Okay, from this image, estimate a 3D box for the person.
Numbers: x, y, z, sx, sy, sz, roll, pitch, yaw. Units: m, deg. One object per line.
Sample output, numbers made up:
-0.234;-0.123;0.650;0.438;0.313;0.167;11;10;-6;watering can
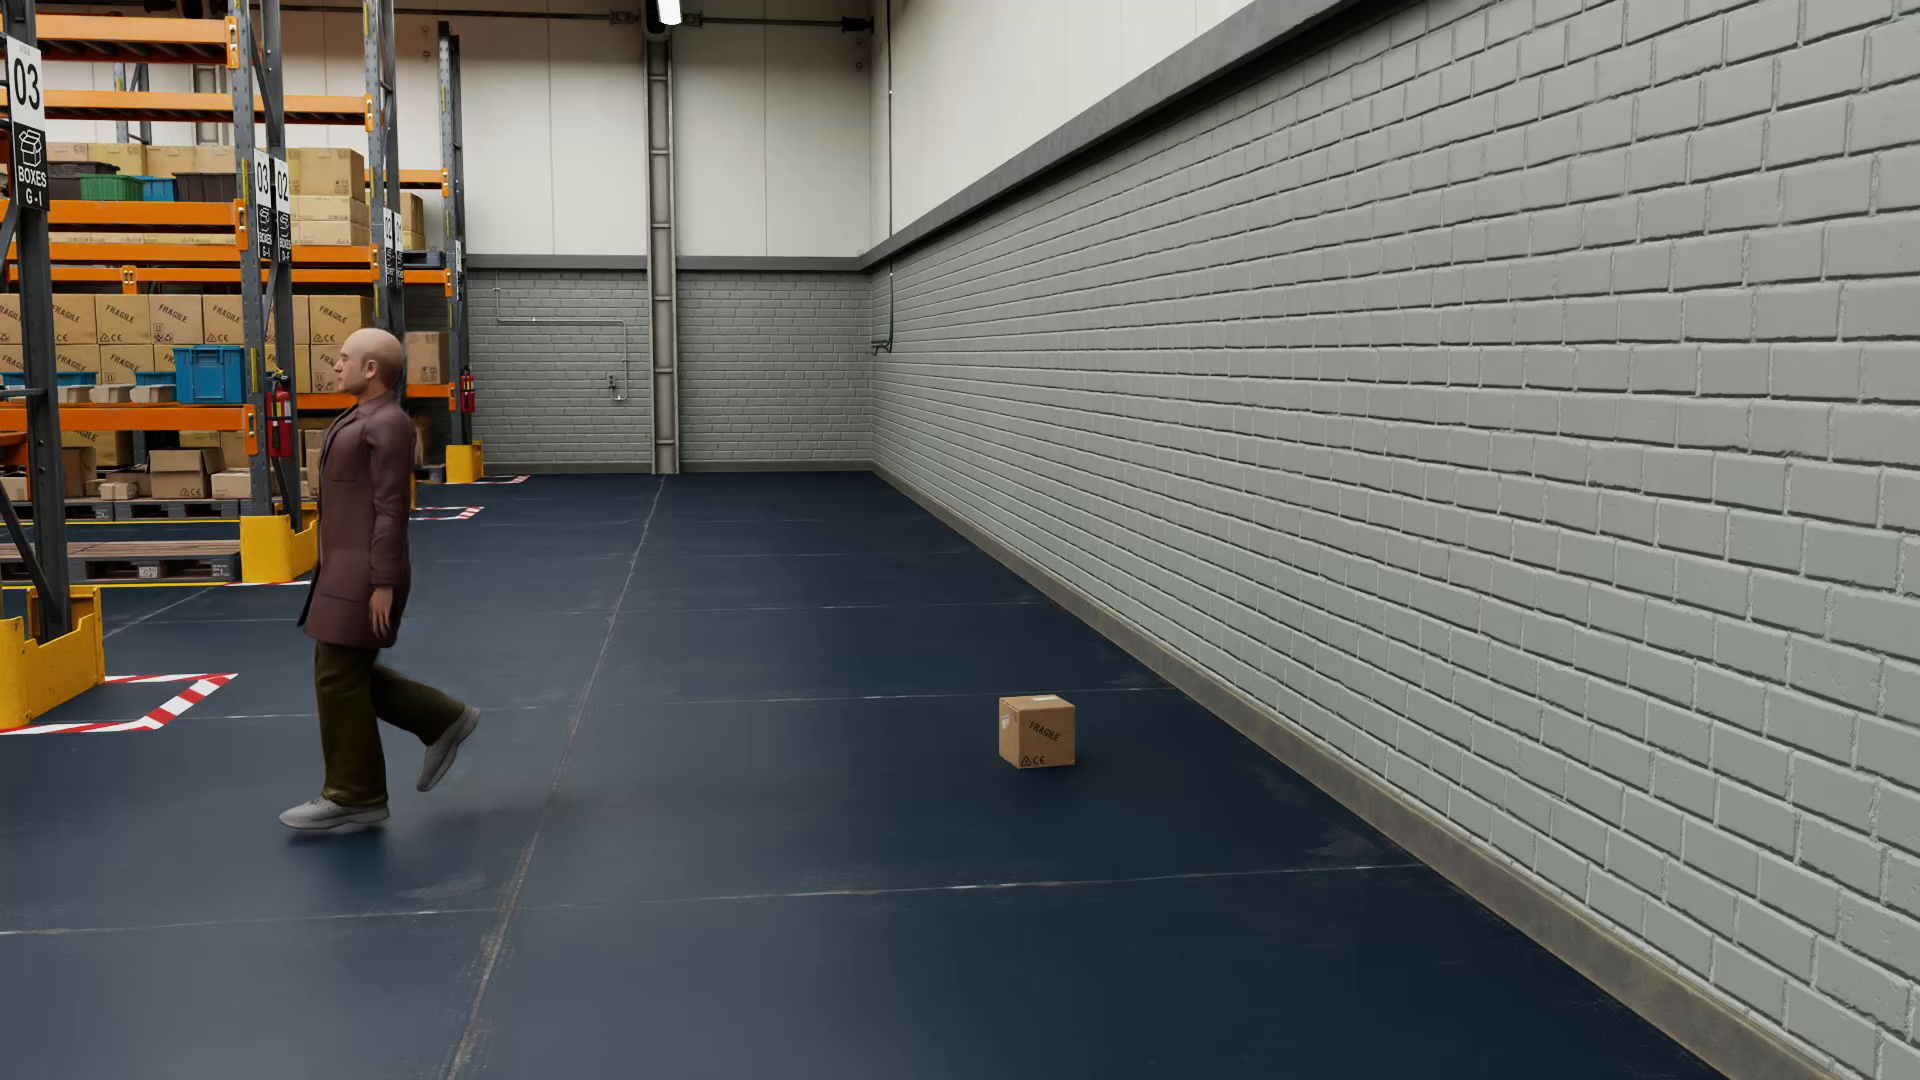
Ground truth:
-2.094;0.126;5.973;0.735;1.760;0.577;-3;7;-26;person
